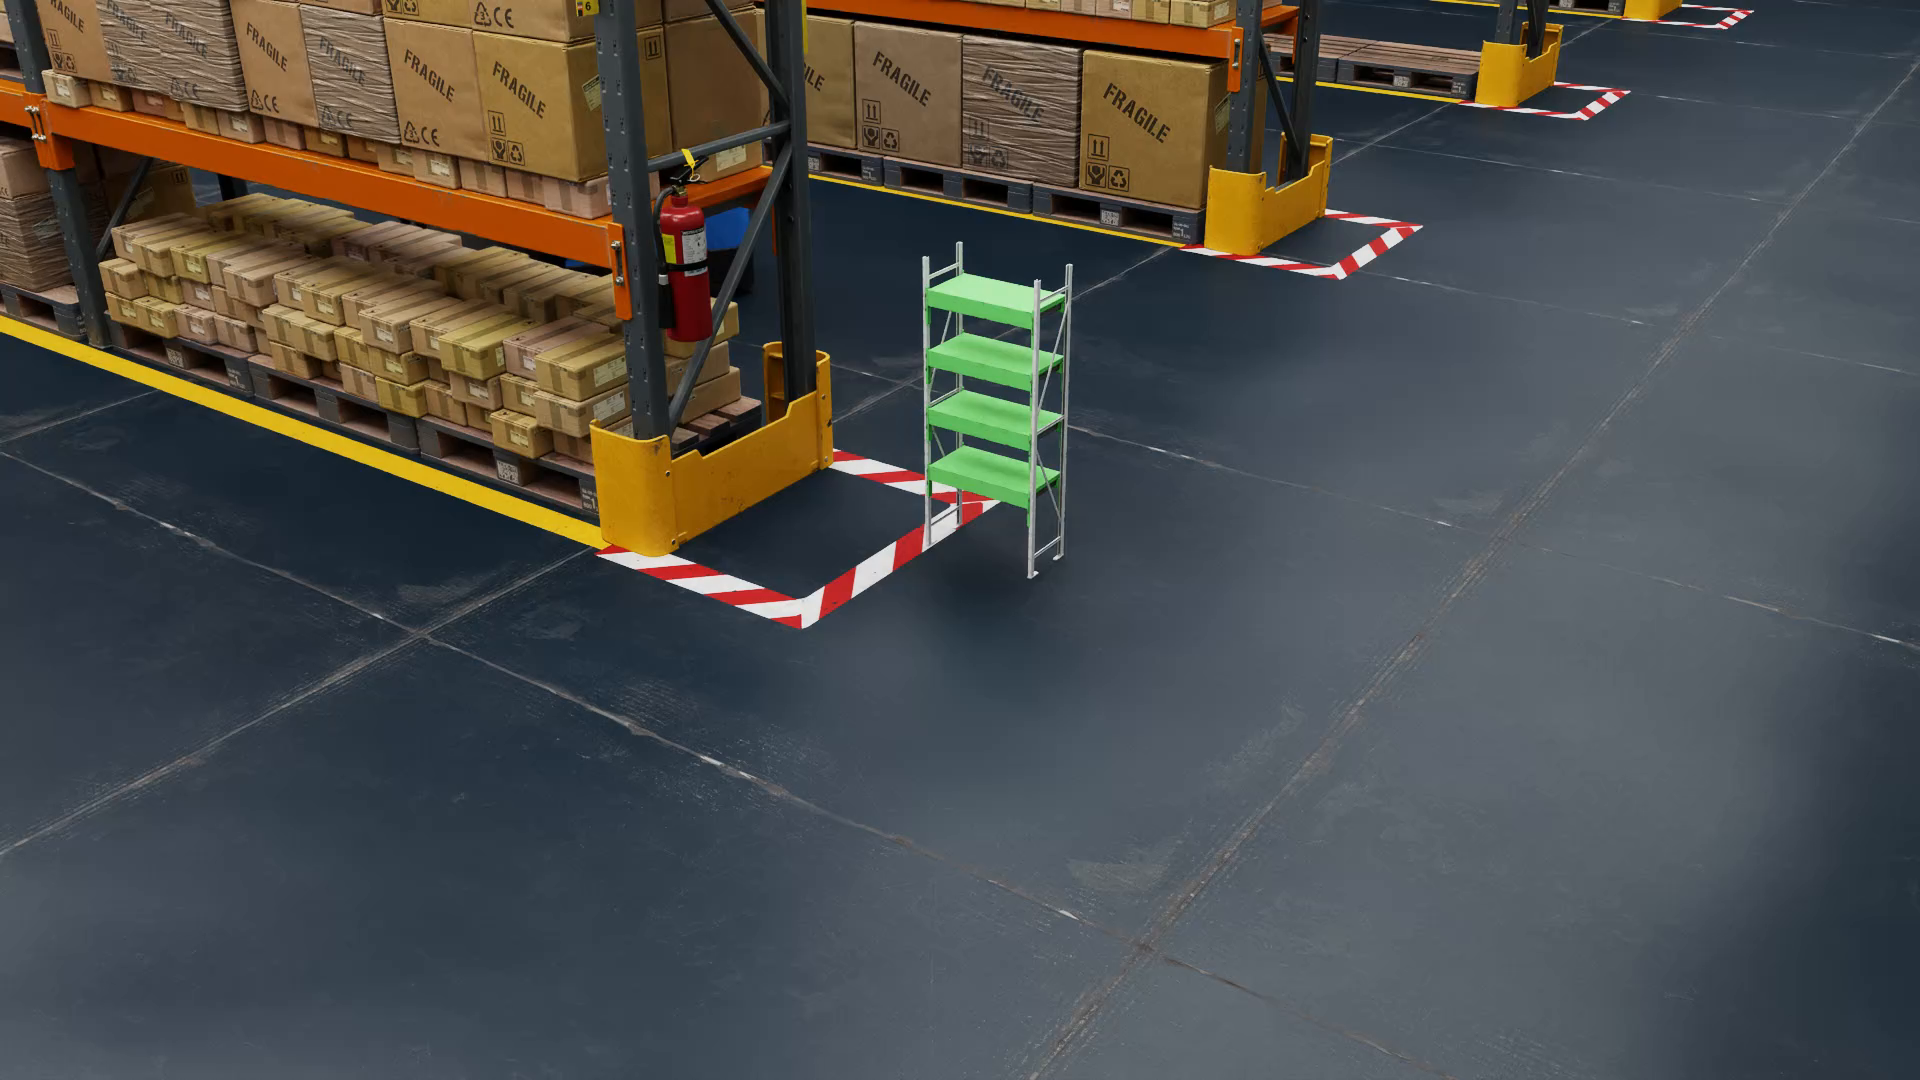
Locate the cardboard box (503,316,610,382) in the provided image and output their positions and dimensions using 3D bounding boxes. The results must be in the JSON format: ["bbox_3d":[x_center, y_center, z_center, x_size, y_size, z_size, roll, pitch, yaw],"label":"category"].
[{"bbox_3d":[-1.704,-0.808,7.056,0.250,0.149,0.380,18,32,31],"label":"cardboard box"}]

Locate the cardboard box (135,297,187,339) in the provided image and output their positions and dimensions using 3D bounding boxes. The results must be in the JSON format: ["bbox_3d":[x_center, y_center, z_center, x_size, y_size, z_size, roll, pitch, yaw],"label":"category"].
[{"bbox_3d":[-3.909,-1.161,8.405,0.250,0.149,0.380,18,32,32],"label":"cardboard box"}]

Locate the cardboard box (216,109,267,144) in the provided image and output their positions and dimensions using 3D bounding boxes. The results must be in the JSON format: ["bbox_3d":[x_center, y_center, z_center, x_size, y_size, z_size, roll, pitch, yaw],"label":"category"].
[{"bbox_3d":[-3.085,-1.900,7.452,0.250,0.149,0.380,19,33,32],"label":"cardboard box"}]

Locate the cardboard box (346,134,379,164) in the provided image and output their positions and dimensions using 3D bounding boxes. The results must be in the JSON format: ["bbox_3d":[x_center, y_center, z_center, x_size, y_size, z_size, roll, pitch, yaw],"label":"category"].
[{"bbox_3d":[-2.390,-1.729,7.118,0.250,0.149,0.380,16,31,28],"label":"cardboard box"}]

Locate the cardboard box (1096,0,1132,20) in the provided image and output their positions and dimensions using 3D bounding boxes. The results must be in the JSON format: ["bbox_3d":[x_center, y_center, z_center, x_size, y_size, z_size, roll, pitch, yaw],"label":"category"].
[{"bbox_3d":[1.040,-3.316,10.235,0.250,0.149,0.380,17,32,30],"label":"cardboard box"}]

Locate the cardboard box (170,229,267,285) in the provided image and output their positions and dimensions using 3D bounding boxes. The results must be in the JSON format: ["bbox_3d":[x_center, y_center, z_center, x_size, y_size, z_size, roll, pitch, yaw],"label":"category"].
[{"bbox_3d":[-3.650,-1.403,8.224,0.250,0.149,0.380,17,31,30],"label":"cardboard box"}]

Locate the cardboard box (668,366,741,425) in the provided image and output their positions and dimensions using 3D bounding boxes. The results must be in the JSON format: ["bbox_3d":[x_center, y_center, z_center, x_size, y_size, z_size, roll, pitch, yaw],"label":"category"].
[{"bbox_3d":[-1.200,-0.670,7.440,0.250,0.149,0.380,18,32,31],"label":"cardboard box"}]

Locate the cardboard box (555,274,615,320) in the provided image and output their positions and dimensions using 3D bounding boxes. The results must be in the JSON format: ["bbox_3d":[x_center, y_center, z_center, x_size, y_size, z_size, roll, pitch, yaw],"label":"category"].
[{"bbox_3d":[-1.619,-1.081,7.592,0.250,0.149,0.380,17,32,30],"label":"cardboard box"}]

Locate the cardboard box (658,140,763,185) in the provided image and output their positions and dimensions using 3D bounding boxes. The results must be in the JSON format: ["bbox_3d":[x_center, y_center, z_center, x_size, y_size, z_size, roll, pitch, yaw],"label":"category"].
[{"bbox_3d":[-1.031,-1.593,6.851,0.250,0.149,0.380,17,32,30],"label":"cardboard box"}]

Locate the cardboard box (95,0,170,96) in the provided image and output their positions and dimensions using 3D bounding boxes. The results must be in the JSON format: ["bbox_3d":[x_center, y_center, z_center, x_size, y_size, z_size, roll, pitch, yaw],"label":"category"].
[{"bbox_3d":[-3.569,-2.358,7.638,0.500,0.500,0.500,17,32,30],"label":"cardboard box"}]

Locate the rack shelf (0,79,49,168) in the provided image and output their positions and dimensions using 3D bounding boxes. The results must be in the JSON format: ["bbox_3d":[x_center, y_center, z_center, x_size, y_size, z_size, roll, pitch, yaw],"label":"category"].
[{"bbox_3d":[-5.895,-2.720,9.580,4.000,0.370,1.077,17,32,30],"label":"rack shelf"}]

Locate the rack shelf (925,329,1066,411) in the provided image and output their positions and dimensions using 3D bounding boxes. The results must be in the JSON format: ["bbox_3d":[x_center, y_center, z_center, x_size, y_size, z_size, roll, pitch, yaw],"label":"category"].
[{"bbox_3d":[0.137,-0.649,6.314,0.480,0.148,0.258,17,32,30],"label":"rack shelf"}]

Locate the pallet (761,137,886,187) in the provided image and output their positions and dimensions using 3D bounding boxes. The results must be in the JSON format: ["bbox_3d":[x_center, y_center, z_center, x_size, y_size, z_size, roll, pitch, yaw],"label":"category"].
[{"bbox_3d":[-0.773,-2.888,12.192,1.213,0.211,1.003,17,32,30],"label":"pallet"}]

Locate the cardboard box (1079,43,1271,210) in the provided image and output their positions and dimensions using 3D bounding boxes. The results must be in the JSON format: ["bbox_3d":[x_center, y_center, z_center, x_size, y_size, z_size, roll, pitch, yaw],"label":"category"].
[{"bbox_3d":[1.369,-2.703,10.633,0.875,0.875,0.875,17,32,30],"label":"cardboard box"}]

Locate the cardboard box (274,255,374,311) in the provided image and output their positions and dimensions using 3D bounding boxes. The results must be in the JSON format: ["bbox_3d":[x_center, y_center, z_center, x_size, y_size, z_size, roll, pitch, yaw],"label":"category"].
[{"bbox_3d":[-2.987,-1.210,7.844,0.250,0.149,0.380,16,31,28],"label":"cardboard box"}]

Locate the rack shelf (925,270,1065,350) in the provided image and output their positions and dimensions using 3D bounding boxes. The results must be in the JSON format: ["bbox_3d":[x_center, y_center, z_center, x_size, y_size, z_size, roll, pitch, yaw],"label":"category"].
[{"bbox_3d":[0.137,-0.863,6.205,0.480,0.148,0.258,17,32,30],"label":"rack shelf"}]

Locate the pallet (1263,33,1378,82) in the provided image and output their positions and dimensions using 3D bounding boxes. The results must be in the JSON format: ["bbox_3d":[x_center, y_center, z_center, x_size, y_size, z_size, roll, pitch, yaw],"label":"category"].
[{"bbox_3d":[3.087,-4.477,15.314,1.213,0.211,1.003,17,32,30],"label":"pallet"}]

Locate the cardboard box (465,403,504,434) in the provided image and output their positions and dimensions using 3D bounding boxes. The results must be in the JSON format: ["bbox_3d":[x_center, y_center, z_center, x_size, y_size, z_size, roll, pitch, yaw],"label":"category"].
[{"bbox_3d":[-1.940,-0.602,7.305,0.250,0.149,0.380,17,32,30],"label":"cardboard box"}]

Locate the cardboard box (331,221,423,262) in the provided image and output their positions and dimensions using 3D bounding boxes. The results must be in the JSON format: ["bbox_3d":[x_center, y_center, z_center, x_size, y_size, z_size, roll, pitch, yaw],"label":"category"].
[{"bbox_3d":[-2.918,-1.472,8.359,0.250,0.149,0.380,16,31,28],"label":"cardboard box"}]

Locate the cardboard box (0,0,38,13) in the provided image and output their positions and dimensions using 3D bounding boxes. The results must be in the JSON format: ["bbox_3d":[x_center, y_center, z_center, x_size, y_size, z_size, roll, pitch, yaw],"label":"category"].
[{"bbox_3d":[-4.686,-2.763,8.358,0.250,0.149,0.380,18,32,32],"label":"cardboard box"}]

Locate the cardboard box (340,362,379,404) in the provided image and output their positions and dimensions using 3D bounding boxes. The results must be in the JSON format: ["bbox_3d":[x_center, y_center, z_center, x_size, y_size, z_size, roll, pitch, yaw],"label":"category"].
[{"bbox_3d":[-2.610,-0.780,7.655,0.250,0.149,0.380,18,32,31],"label":"cardboard box"}]

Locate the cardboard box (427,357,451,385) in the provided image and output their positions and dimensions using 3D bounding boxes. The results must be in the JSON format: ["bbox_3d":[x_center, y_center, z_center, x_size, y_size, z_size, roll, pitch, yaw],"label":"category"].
[{"bbox_3d":[-2.139,-0.818,7.402,0.250,0.149,0.380,17,31,30],"label":"cardboard box"}]

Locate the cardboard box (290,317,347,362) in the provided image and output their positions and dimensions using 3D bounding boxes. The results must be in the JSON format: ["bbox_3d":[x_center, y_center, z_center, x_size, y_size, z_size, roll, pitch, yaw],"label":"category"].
[{"bbox_3d":[-2.853,-0.972,7.704,0.250,0.149,0.380,18,32,31],"label":"cardboard box"}]

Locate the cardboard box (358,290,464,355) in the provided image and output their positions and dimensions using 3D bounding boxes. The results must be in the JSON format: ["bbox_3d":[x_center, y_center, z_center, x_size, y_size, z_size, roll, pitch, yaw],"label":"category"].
[{"bbox_3d":[-2.420,-0.966,7.365,0.250,0.149,0.380,19,32,32],"label":"cardboard box"}]

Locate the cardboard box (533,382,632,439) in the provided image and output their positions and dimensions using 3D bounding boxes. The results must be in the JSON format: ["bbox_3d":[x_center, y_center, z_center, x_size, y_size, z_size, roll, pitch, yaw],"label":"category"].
[{"bbox_3d":[-1.546,-0.578,6.930,0.250,0.149,0.380,16,31,29],"label":"cardboard box"}]

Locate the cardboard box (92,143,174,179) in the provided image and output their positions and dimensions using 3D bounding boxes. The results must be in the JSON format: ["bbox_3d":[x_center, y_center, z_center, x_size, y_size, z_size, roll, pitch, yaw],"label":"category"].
[{"bbox_3d":[-4.706,-2.223,9.276,0.500,0.250,0.500,16,31,28],"label":"cardboard box"}]

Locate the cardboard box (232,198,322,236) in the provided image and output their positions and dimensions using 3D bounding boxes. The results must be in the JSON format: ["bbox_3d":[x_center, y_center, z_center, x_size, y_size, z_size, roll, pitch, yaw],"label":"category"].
[{"bbox_3d":[-3.573,-1.664,8.736,0.250,0.149,0.380,18,32,31],"label":"cardboard box"}]

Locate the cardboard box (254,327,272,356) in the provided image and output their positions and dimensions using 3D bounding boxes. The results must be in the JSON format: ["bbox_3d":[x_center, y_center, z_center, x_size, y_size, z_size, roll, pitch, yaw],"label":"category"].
[{"bbox_3d":[-3.196,-1.014,8.116,0.250,0.149,0.380,16,31,28],"label":"cardboard box"}]

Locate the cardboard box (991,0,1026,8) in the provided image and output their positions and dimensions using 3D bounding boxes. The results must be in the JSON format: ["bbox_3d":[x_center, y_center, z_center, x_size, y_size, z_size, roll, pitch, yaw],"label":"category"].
[{"bbox_3d":[0.405,-3.512,10.622,0.250,0.149,0.380,17,32,30],"label":"cardboard box"}]

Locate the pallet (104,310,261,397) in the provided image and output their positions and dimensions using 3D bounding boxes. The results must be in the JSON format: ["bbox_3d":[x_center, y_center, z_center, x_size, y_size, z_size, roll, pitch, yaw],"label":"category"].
[{"bbox_3d":[-3.673,-1.125,8.727,1.213,0.211,1.003,17,32,30],"label":"pallet"}]

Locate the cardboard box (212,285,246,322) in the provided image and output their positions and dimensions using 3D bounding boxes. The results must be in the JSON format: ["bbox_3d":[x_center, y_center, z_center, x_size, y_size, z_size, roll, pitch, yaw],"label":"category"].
[{"bbox_3d":[-3.427,-1.212,8.177,0.250,0.149,0.380,16,31,28],"label":"cardboard box"}]

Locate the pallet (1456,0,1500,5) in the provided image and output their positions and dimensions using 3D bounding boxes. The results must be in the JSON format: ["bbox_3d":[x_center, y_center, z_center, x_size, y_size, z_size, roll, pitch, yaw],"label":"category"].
[{"bbox_3d":[5.832,-6.325,18.946,1.213,0.211,1.003,17,32,30],"label":"pallet"}]

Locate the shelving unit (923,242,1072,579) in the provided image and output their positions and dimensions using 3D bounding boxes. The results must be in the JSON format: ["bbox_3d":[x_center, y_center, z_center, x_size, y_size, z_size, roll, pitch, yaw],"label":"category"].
[{"bbox_3d":[0.137,-0.492,6.394,0.503,1.200,0.258,17,32,30],"label":"shelving unit"}]

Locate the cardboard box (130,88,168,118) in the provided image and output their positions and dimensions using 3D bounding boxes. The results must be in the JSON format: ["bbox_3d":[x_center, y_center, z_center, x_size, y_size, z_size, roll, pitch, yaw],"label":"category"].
[{"bbox_3d":[-3.694,-2.132,7.910,0.250,0.149,0.380,16,31,28],"label":"cardboard box"}]

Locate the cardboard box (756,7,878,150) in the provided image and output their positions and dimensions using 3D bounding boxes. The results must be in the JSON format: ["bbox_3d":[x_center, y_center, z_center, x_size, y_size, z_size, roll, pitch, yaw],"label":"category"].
[{"bbox_3d":[-0.856,-3.396,11.995,0.875,0.875,0.875,17,32,30],"label":"cardboard box"}]

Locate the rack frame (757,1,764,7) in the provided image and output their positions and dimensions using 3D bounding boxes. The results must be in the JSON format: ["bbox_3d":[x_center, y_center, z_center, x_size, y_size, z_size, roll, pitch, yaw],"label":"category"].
[{"bbox_3d":[-1.355,-4.355,12.000,0.127,3.000,1.000,17,32,30],"label":"rack frame"}]

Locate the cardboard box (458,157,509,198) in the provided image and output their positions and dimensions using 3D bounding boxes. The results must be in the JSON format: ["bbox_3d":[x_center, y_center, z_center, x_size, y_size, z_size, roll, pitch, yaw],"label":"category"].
[{"bbox_3d":[-1.777,-1.502,6.672,0.250,0.149,0.380,17,32,30],"label":"cardboard box"}]

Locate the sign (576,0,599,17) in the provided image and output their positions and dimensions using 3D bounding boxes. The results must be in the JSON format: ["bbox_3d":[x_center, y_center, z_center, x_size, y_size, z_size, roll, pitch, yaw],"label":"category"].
[{"bbox_3d":[-1.280,-1.954,5.657,0.005,0.325,0.100,17,32,30],"label":"sign"}]

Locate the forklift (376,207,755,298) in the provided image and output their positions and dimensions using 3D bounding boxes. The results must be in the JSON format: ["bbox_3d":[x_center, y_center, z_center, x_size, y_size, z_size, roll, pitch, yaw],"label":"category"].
[{"bbox_3d":[-2.735,-2.635,8.697,3.031,2.935,1.130,-10,29,-20],"label":"forklift"}]

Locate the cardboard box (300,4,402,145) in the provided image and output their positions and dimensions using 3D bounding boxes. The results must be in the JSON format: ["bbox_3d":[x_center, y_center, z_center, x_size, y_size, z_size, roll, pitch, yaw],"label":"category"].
[{"bbox_3d":[-2.311,-1.957,6.849,0.500,0.500,0.500,17,32,30],"label":"cardboard box"}]

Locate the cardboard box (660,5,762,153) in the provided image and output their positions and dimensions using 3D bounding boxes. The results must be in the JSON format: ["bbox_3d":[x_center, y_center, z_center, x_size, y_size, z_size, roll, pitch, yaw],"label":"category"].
[{"bbox_3d":[-1.163,-1.895,6.729,0.500,0.500,0.500,19,33,33],"label":"cardboard box"}]

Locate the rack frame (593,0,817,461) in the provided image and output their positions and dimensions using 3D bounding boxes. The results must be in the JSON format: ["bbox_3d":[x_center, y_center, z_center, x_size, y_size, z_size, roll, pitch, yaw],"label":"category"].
[{"bbox_3d":[-0.949,-1.500,6.389,0.127,3.000,1.000,17,32,30],"label":"rack frame"}]

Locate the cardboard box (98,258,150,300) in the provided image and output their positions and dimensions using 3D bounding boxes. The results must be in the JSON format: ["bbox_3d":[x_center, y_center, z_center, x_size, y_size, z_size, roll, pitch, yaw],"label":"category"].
[{"bbox_3d":[-4.129,-1.363,8.474,0.250,0.149,0.380,19,33,33],"label":"cardboard box"}]

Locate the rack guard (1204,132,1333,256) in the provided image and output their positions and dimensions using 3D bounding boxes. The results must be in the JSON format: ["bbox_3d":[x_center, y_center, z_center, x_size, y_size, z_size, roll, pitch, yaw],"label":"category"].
[{"bbox_3d":[1.962,-2.208,10.537,0.348,0.500,1.175,17,32,30],"label":"rack guard"}]

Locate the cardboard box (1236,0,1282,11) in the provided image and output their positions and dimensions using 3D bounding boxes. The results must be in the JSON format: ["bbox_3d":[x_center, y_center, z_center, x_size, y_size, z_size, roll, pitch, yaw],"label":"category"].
[{"bbox_3d":[1.836,-3.430,10.461,0.250,0.149,0.380,18,32,31],"label":"cardboard box"}]

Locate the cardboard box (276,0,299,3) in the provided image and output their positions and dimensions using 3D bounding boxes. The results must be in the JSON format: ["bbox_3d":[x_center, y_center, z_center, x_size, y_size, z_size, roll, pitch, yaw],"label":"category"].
[{"bbox_3d":[-2.757,-2.542,6.897,0.500,0.500,0.500,16,31,29],"label":"cardboard box"}]

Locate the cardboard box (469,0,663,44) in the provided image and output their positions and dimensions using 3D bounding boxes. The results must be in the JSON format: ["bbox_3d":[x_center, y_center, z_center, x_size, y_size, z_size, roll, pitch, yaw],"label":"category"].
[{"bbox_3d":[-1.467,-2.147,6.121,0.500,0.500,0.500,17,31,29],"label":"cardboard box"}]

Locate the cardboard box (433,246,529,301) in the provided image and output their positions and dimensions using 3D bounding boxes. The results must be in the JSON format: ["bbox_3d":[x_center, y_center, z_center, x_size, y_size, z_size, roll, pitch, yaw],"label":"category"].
[{"bbox_3d":[-2.285,-1.273,7.969,0.250,0.149,0.380,18,32,31],"label":"cardboard box"}]
